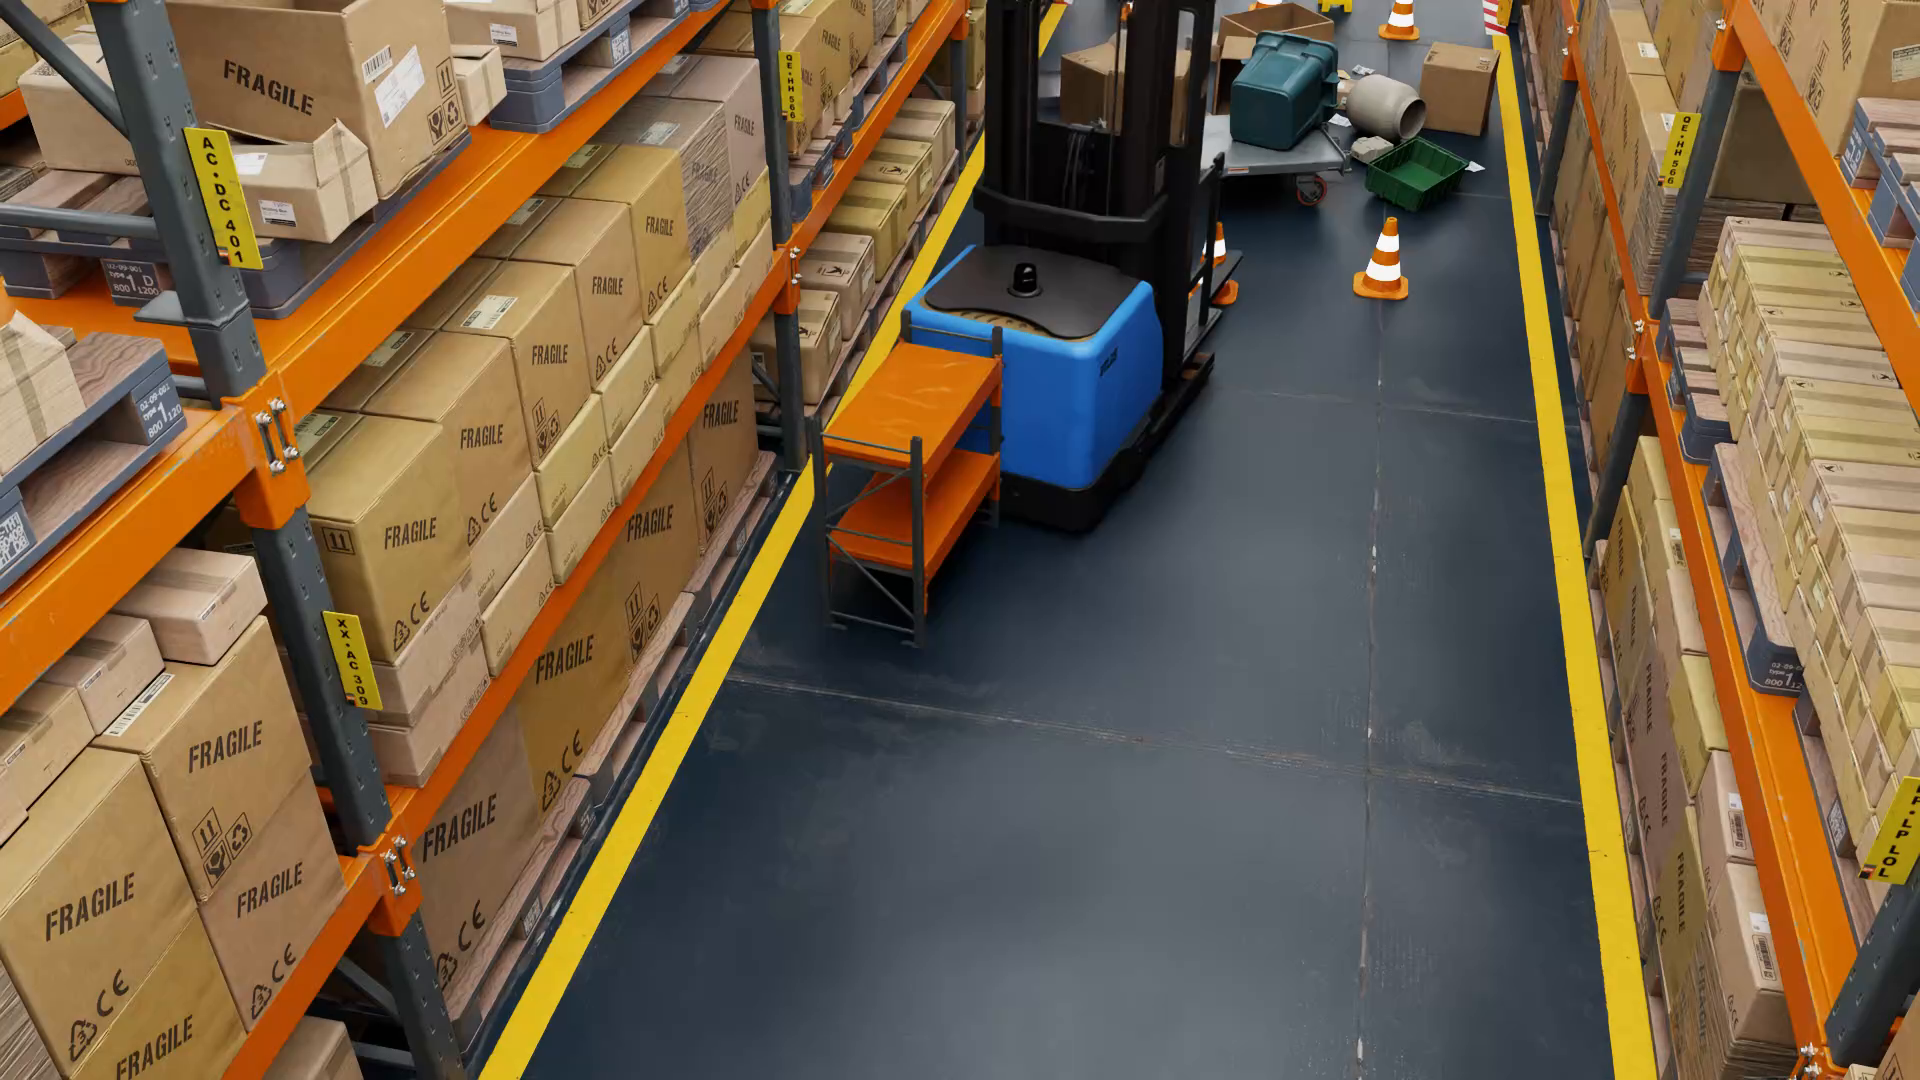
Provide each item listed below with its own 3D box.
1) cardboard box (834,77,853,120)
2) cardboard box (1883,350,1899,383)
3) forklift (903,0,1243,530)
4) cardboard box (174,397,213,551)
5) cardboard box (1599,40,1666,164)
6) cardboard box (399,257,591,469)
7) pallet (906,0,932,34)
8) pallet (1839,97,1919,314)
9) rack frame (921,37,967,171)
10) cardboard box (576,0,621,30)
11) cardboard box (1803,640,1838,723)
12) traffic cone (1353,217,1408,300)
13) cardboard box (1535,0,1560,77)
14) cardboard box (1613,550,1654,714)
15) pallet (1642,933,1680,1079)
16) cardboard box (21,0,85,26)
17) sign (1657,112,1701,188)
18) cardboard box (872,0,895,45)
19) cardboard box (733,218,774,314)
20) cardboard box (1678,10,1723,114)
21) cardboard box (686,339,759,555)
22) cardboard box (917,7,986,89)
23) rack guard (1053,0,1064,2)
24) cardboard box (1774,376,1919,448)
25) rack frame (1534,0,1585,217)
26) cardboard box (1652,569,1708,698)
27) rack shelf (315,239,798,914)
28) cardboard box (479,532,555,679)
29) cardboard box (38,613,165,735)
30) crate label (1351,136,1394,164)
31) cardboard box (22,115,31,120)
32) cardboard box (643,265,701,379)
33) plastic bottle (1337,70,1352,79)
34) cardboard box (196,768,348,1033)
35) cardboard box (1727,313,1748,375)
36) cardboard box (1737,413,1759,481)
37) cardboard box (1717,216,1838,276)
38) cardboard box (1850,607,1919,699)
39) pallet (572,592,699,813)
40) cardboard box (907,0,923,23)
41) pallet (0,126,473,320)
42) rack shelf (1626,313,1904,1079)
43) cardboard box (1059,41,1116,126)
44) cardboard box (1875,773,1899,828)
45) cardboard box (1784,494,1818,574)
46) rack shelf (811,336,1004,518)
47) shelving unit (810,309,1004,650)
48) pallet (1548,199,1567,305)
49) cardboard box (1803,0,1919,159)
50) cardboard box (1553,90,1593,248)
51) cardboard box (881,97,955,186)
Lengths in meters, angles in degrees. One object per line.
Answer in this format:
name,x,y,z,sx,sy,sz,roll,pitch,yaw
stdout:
cardboard box,-0.782,-2.350,8.793,0.380,0.149,0.250,8,37,10
cardboard box,3.838,-0.678,6.485,0.380,0.149,0.250,7,37,10
forklift,0.800,-2.089,8.635,1.130,2.935,3.031,16,39,21
cardboard box,-2.313,-0.094,4.887,0.500,0.500,0.500,8,37,11
cardboard box,3.703,-2.291,8.770,0.500,0.500,0.500,8,37,11
cardboard box,-1.597,-0.605,5.592,0.500,0.500,0.500,6,36,9
pallet,-0.759,-3.450,10.618,1.003,0.211,1.213,7,37,10
pallet,3.149,-0.873,4.502,1.213,0.211,1.003,7,37,10
rack frame,-0.454,-3.948,11.141,1.000,3.000,0.127,7,37,10
cardboard box,-1.402,-2.033,5.500,0.500,0.500,0.500,8,37,10
cardboard box,2.750,0.445,4.936,0.380,0.149,0.250,6,36,8
traffic cone,2.642,-1.779,10.310,0.336,0.463,0.334,7,37,10
cardboard box,4.991,-4.086,12.785,0.875,0.875,0.875,7,36,9
cardboard box,3.045,0.412,6.897,0.500,0.500,0.500,8,37,11
pallet,2.859,1.884,5.471,1.003,0.211,1.213,7,37,10
cardboard box,-5.587,-3.225,9.845,0.500,0.250,0.500,6,36,9
sign,3.006,-1.629,6.954,0.100,0.325,0.005,7,37,10
cardboard box,-0.661,-3.105,9.282,0.500,0.500,0.500,6,36,8
cardboard box,-1.163,-1.271,7.576,0.500,0.250,0.500,6,36,8
cardboard box,3.761,-2.084,7.632,0.700,0.500,0.500,7,36,9
cardboard box,-1.537,-0.579,7.945,0.875,0.875,0.875,7,37,10
cardboard box,-0.064,-3.613,12.025,0.500,0.500,0.500,9,37,12
rack guard,0.384,-5.185,14.978,1.175,0.500,0.348,7,37,10
cardboard box,2.982,-0.407,5.605,0.380,0.149,0.250,8,37,11
rack frame,4.403,-3.385,10.365,1.000,3.000,0.127,7,37,10
cardboard box,2.939,0.384,6.297,0.500,0.250,0.500,8,37,10
rack shelf,-1.736,-0.217,6.606,1.077,0.370,4.000,7,37,10
cardboard box,-1.702,0.183,5.569,0.500,0.250,0.500,6,36,9
cardboard box,-2.080,0.285,3.811,0.380,0.149,0.250,8,37,11
crate label,2.981,-2.810,12.011,0.298,0.136,0.250,-17,39,-22
cardboard box,-5.736,-2.601,10.948,0.875,0.625,0.625,6,36,8
cardboard box,-1.359,-0.896,6.632,0.500,0.250,0.500,6,36,9
plastic bottle,3.047,-3.671,13.262,0.133,0.061,0.283,-5,36,-6
cardboard box,-2.012,0.896,4.372,0.500,0.500,0.500,8,37,10
cardboard box,3.140,-0.720,6.290,0.380,0.149,0.250,6,36,9
cardboard box,3.031,-0.313,5.982,0.380,0.149,0.250,8,37,11
cardboard box,3.260,-1.158,6.641,0.380,0.149,0.250,7,37,10
cardboard box,2.703,0.335,4.581,0.380,0.149,0.250,6,36,8
pallet,-1.813,0.614,7.223,1.003,0.211,1.213,7,37,10
cardboard box,-0.439,-3.239,10.019,0.380,0.149,0.250,8,37,10
pallet,-2.015,-1.030,4.722,0.805,0.209,1.217,6,36,8
rack shelf,3.122,0.346,5.830,1.077,0.370,4.000,7,37,10
cardboard box,1.104,-3.380,12.486,0.500,0.500,0.500,-24,42,-30
cardboard box,2.587,0.759,4.249,0.380,0.149,0.250,8,37,11
cardboard box,2.865,0.003,5.292,0.380,0.149,0.250,7,37,10
rack shelf,-0.218,-0.531,7.526,0.538,0.278,1.000,12,38,16
shelving unit,-0.218,-0.294,7.698,0.538,1.125,1.048,12,38,16
pallet,4.312,-1.804,10.560,1.003,0.211,1.213,7,37,10
cardboard box,2.965,-1.478,5.092,0.500,0.500,0.500,7,37,10
cardboard box,4.359,-2.277,10.395,1.050,0.750,0.750,7,37,10
cardboard box,-0.564,-2.753,11.374,0.950,0.372,0.625,8,37,11
